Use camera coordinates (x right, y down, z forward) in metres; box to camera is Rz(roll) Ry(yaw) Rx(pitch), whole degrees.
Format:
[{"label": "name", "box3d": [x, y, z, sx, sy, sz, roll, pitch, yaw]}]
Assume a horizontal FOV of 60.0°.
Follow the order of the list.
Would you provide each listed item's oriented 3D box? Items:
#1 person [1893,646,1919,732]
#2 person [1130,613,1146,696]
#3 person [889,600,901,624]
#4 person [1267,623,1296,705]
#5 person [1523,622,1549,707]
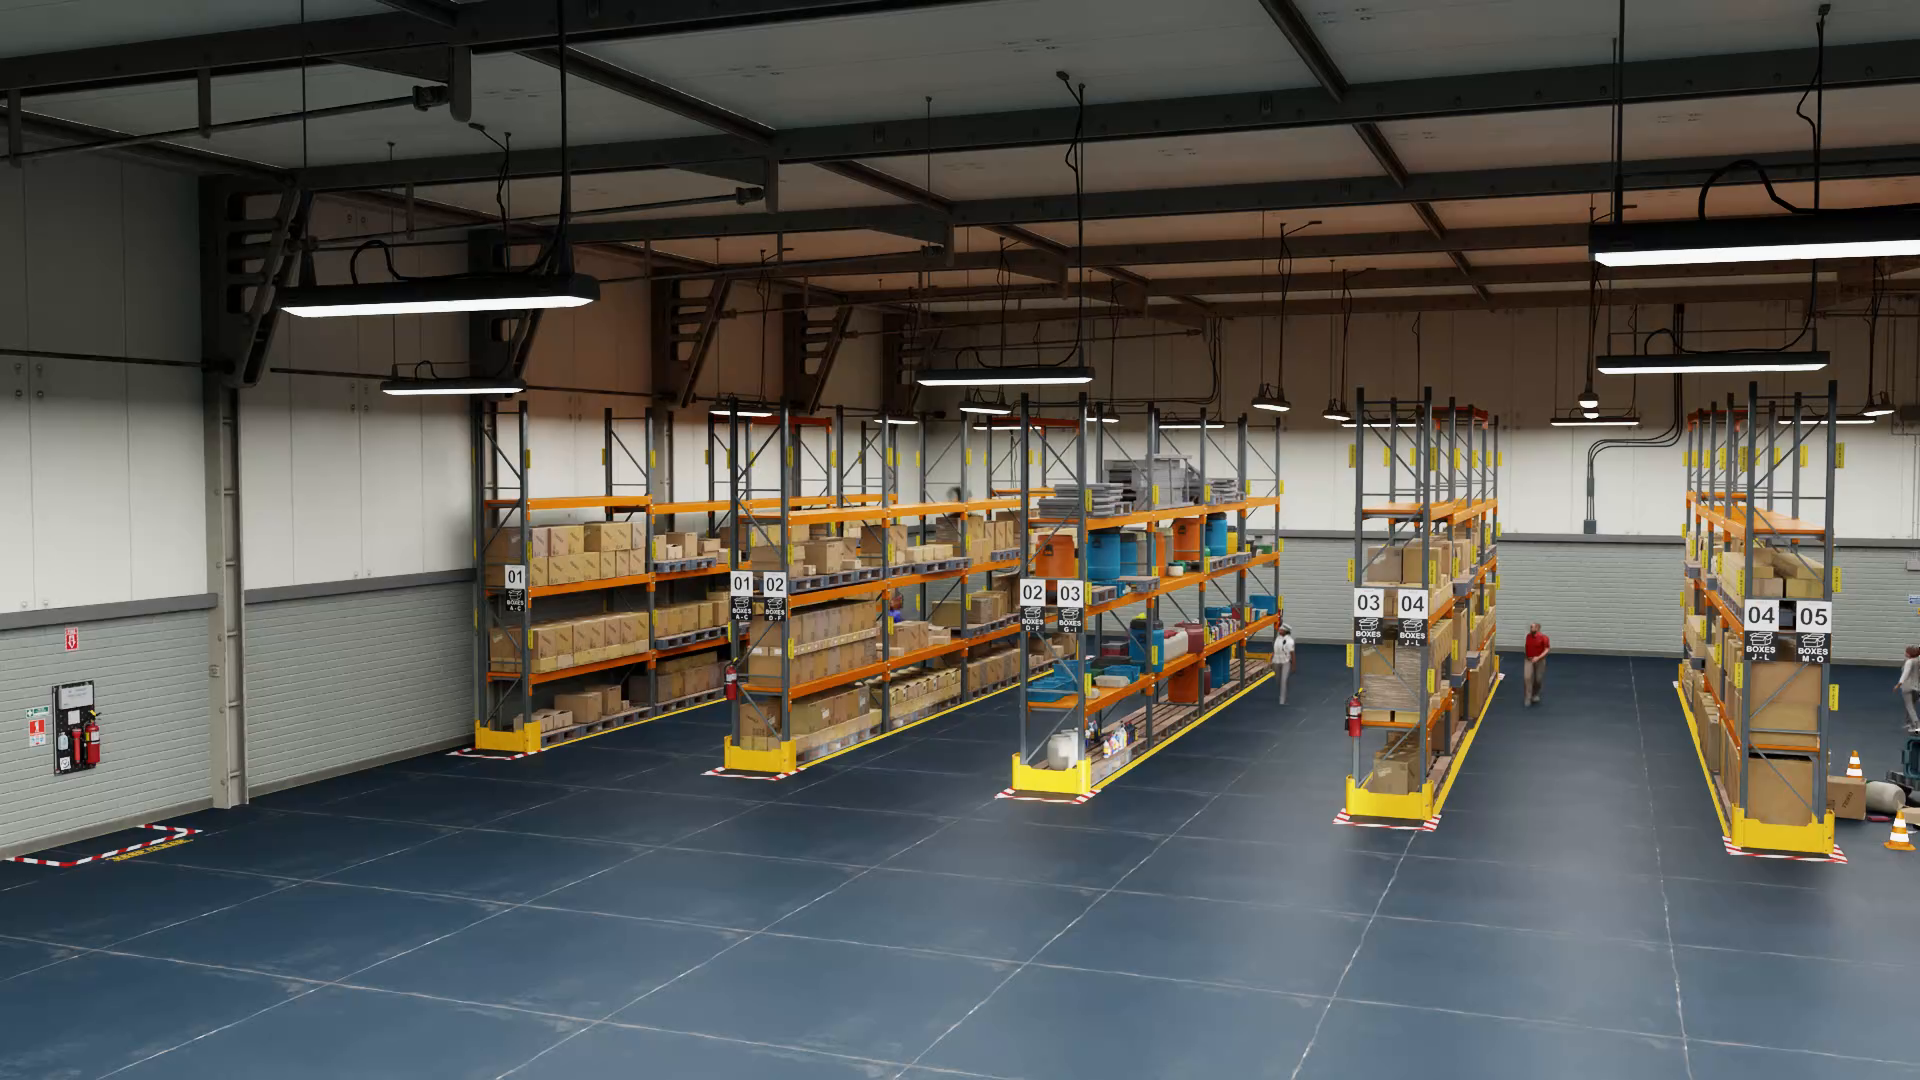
[{"label": "person", "box3d": [17.389, 2.726, 30.448, 0.504, 1.562, 0.841, 0, 3, 5]}, {"label": "person", "box3d": [3.733, 2.418, 35.204, 0.537, 1.760, 0.593, 1, 3, 19]}, {"label": "person", "box3d": [-1.635, 2.241, 40.199, 0.512, 1.595, 0.951, 1, 3, 15]}, {"label": "person", "box3d": [6.606, 2.518, 34.068, 0.601, 1.657, 0.926, 1, 3, 25]}, {"label": "person", "box3d": [11.763, 2.524, 33.932, 0.492, 1.716, 0.995, 1, 3, 21]}]
